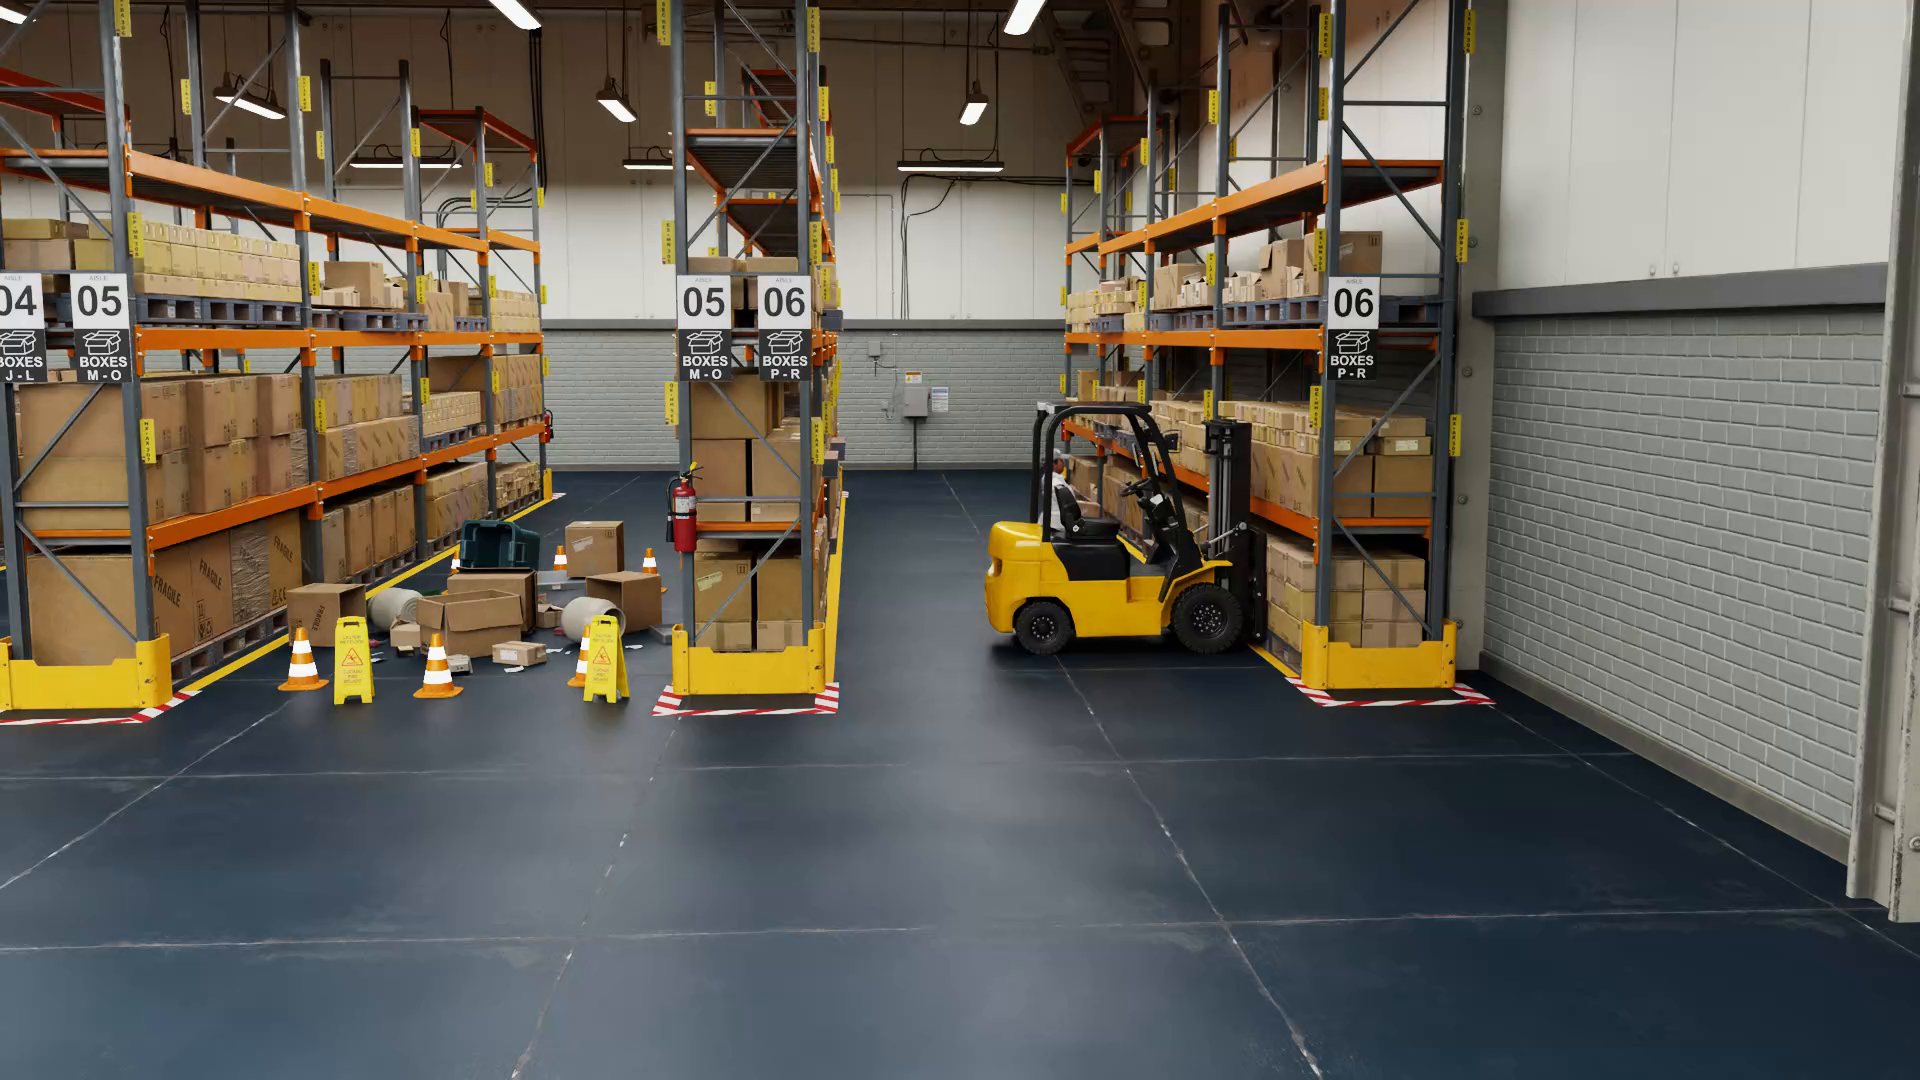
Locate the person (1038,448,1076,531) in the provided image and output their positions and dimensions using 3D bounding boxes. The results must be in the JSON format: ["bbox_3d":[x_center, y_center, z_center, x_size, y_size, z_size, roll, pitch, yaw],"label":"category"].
[{"bbox_3d":[1.039,-0.083,16.459,0.535,1.653,0.452,0,7,-3],"label":"person"}]
